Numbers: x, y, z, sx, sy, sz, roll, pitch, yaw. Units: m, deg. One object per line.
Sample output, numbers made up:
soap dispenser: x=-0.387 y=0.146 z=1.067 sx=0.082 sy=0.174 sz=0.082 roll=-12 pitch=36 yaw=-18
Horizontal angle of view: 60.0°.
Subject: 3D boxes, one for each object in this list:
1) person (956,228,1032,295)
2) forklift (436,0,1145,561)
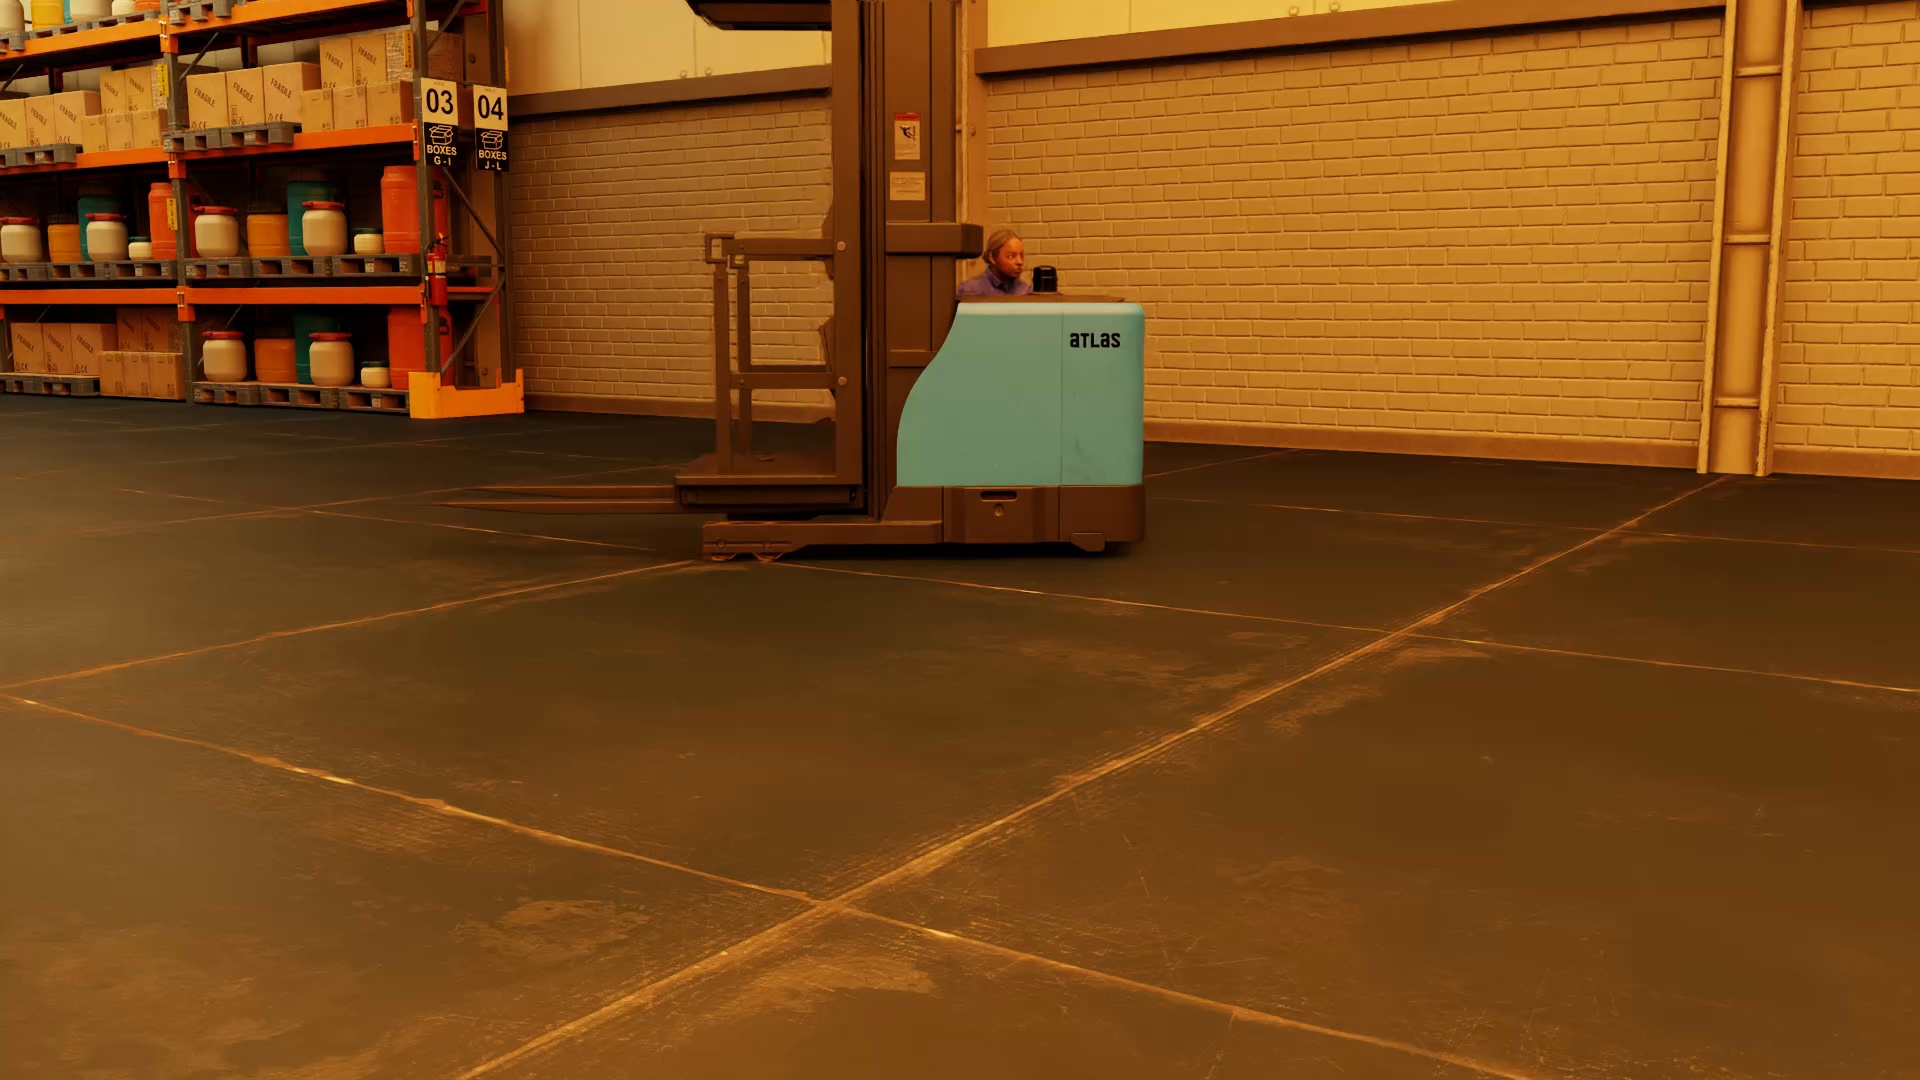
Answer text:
person: x=0.327 y=-0.815 z=8.076 sx=0.721 sy=1.393 sz=0.800 roll=-8 pitch=11 yaw=-43
forklift: x=-0.738 y=-1.438 z=7.303 sx=3.031 sy=2.935 sz=1.130 roll=0 pitch=8 yaw=-2
